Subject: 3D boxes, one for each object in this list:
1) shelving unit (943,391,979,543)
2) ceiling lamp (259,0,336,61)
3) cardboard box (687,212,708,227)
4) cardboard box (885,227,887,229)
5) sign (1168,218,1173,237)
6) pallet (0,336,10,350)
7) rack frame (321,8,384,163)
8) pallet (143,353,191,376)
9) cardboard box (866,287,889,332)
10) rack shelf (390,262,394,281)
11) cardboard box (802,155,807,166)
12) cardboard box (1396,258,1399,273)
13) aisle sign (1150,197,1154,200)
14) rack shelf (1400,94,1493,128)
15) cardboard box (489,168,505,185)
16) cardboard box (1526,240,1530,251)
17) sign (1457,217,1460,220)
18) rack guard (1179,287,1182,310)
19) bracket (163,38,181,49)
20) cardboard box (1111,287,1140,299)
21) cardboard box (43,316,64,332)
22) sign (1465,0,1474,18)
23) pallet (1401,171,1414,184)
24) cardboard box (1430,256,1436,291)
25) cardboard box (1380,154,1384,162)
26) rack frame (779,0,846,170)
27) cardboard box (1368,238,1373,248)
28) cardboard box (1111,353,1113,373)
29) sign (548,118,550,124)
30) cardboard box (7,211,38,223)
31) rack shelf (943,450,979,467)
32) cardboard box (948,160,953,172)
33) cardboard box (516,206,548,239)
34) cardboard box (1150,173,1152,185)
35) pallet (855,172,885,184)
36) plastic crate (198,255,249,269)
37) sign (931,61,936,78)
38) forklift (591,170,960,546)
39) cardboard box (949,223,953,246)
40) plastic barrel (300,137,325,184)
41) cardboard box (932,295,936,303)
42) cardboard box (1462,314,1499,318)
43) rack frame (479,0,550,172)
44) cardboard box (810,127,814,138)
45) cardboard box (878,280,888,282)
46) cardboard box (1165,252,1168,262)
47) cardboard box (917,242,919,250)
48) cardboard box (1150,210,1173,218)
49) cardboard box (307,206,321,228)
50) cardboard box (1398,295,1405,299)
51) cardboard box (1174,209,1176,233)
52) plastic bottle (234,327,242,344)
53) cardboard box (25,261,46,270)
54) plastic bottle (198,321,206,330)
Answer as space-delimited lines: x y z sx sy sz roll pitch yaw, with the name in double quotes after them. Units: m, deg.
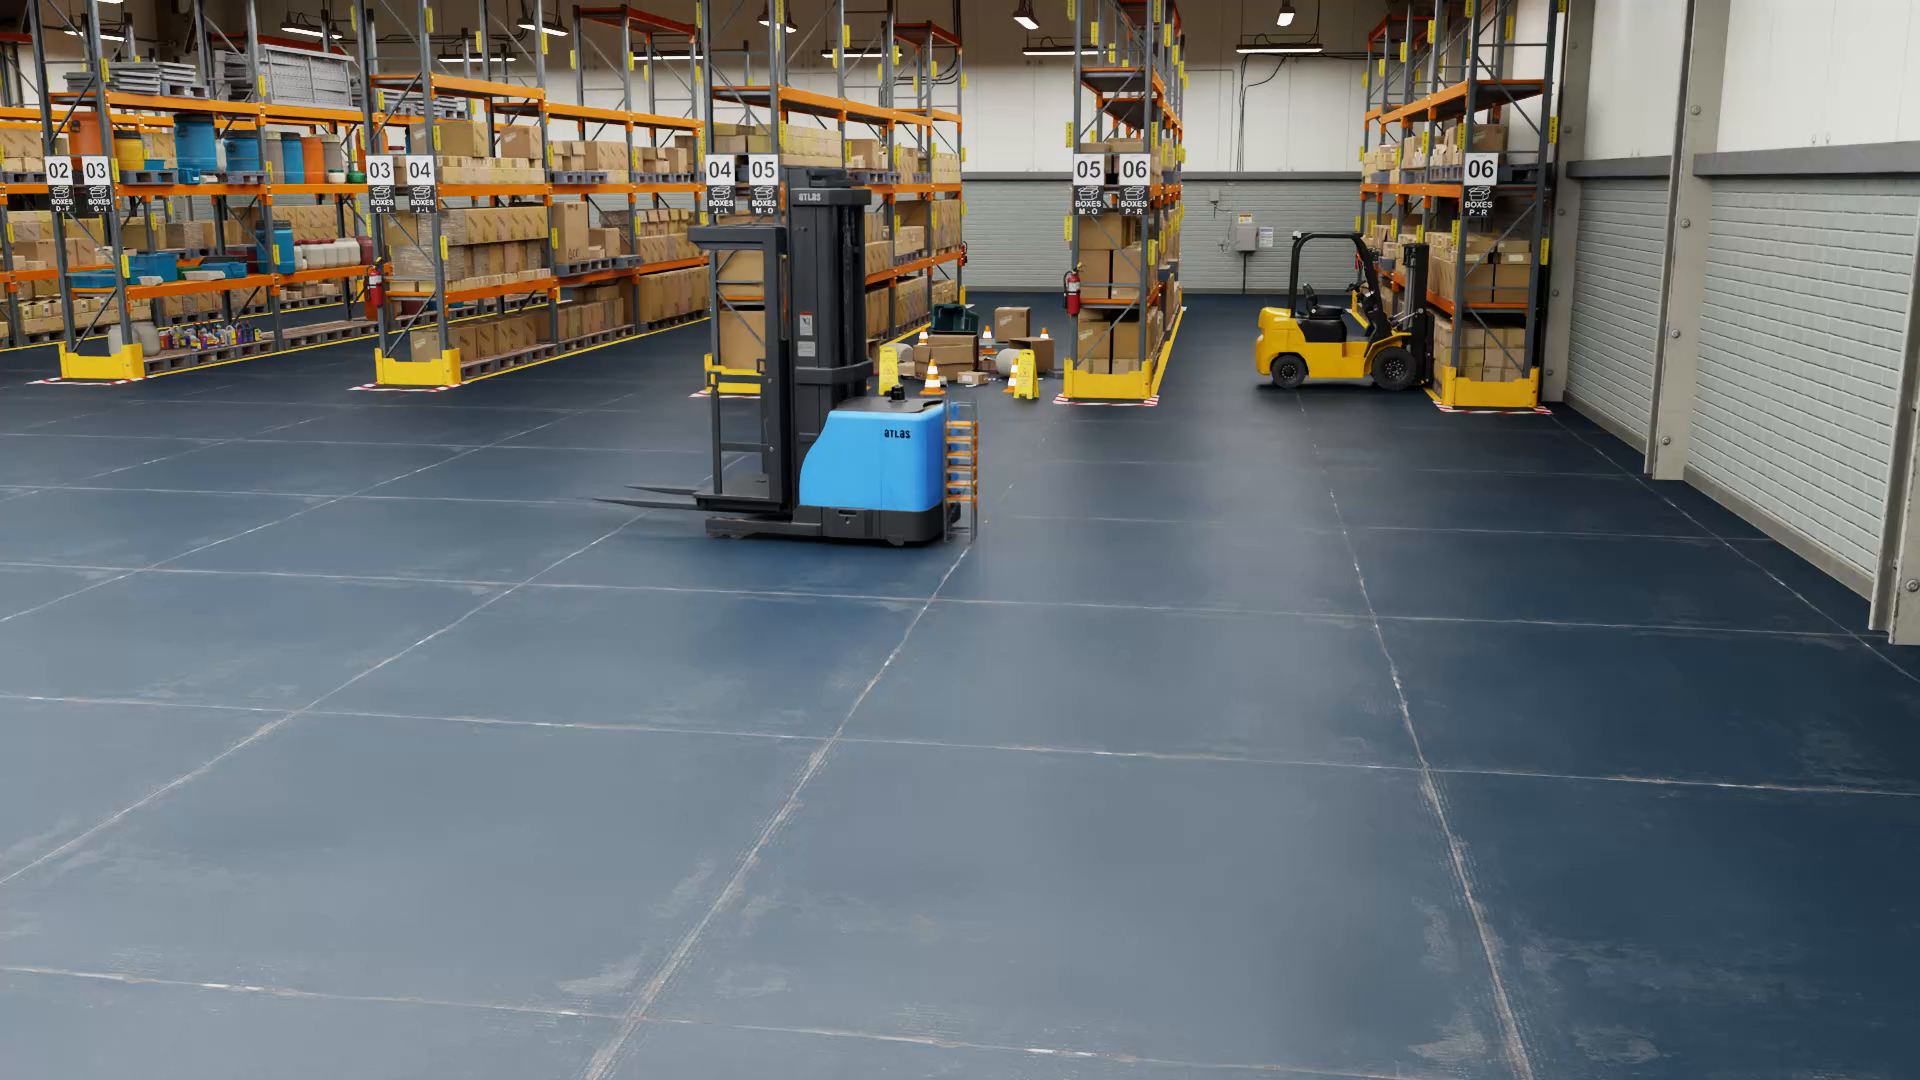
0.005 -0.583 13.349 0.258 1.200 0.189 2 12 11 "shelving unit"
-17.124 -13.787 42.250 2.000 3.185 0.800 2 12 9 "ceiling lamp"
-5.638 -6.740 35.516 0.500 0.500 0.500 2 12 9 "cardboard box"
-1.672 -6.222 33.434 0.380 0.149 0.250 2 12 9 "cardboard box"
3.751 -5.567 29.647 0.100 0.325 0.005 2 12 9 "sign"
-17.146 -3.339 28.484 1.003 0.211 1.213 2 12 9 "pallet"
-11.473 -8.470 31.435 1.000 3.000 0.127 2 12 9 "rack frame"
-12.608 -2.695 25.498 1.003 0.211 1.213 2 12 9 "pallet"
-1.876 -4.177 30.097 1.050 0.750 0.750 2 12 8 "cardboard box"
-11.165 -5.602 34.075 1.077 0.370 4.000 2 12 9 "rack shelf"
-2.399 -5.399 23.666 0.380 0.149 0.250 2 12 9 "cardboard box"
7.809 -4.738 28.714 0.500 0.250 0.500 2 12 9 "cardboard box"
4.168 -8.016 37.399 0.394 0.787 0.004 2 12 9 "aisle sign"
7.811 -6.865 26.644 1.077 0.370 4.000 2 12 9 "rack shelf"
-7.252 -5.515 25.202 0.500 0.250 0.500 2 12 10 "cardboard box"
7.253 -3.858 21.792 0.380 0.149 0.250 2 12 11 "cardboard box"
8.667 -5.444 28.888 0.100 0.325 0.005 2 12 9 "sign"
4.447 -5.504 37.847 1.175 0.500 0.348 2 12 9 "rack guard"
-20.184 -12.708 42.557 0.235 0.232 0.430 2 12 9 "bracket"
2.239 -3.332 22.429 0.380 0.149 0.250 2 12 9 "cardboard box"
-16.595 -3.909 30.043 0.500 0.250 0.500 2 12 10 "cardboard box"
6.354 -6.679 20.719 0.100 0.325 0.005 2 12 9 "sign"
8.102 -6.126 28.125 1.213 0.211 1.003 2 12 11 "pallet"
7.036 -3.814 23.832 0.500 0.500 0.500 2 12 8 "cardboard box"
8.189 -7.260 31.596 0.380 0.149 0.250 2 12 8 "cardboard box"
-2.309 -7.295 25.984 1.000 3.000 0.127 2 12 9 "rack frame"
8.723 -6.122 34.433 0.500 0.250 0.500 2 12 8 "cardboard box"
1.929 -2.536 23.671 0.500 0.250 0.500 2 12 9 "cardboard box"
-9.697 -9.963 39.130 0.100 0.325 0.005 2 12 9 "sign"
-20.554 -7.050 36.315 0.500 0.250 0.500 2 12 10 "cardboard box"
0.006 -0.657 13.333 0.258 0.103 0.180 2 12 11 "rack shelf"
-0.442 -8.181 36.382 0.500 0.250 0.500 2 12 9 "cardboard box"
-6.992 -5.125 26.836 0.500 0.500 0.500 2 12 9 "cardboard box"
2.355 -4.792 22.087 0.380 0.149 0.250 2 12 9 "cardboard box"
-1.909 -6.200 28.473 1.003 0.211 1.213 2 12 11 "pallet"
-12.294 -4.569 27.724 0.767 0.338 0.504 2 12 9 "plastic crate"
-0.529 -9.478 33.518 0.100 0.325 0.005 2 12 9 "sign"
-1.573 -1.542 13.690 3.031 2.935 1.130 4 13 16 "forklift"
-0.431 -6.740 36.704 0.500 0.500 0.500 2 12 9 "cardboard box"
-11.914 -6.913 30.314 0.600 0.830 0.708 2 12 9 "plastic barrel"
-0.706 -5.050 34.870 0.380 0.149 0.250 2 12 11 "cardboard box"
7.464 -3.093 23.884 0.500 0.250 0.500 2 12 9 "cardboard box"
-7.194 -7.477 26.827 1.000 3.000 0.127 2 12 9 "rack frame"
-2.322 -5.894 24.073 0.380 0.149 0.250 2 12 9 "cardboard box"
-1.687 -4.907 32.297 0.500 0.250 0.500 2 12 10 "cardboard box"
3.356 -4.840 28.433 0.380 0.149 0.250 2 12 10 "cardboard box"
-1.023 -5.915 33.420 0.380 0.149 0.250 2 12 8 "cardboard box"
3.838 -6.112 32.124 0.500 0.500 0.500 2 12 10 "cardboard box"
-15.164 -7.480 38.470 0.500 0.500 0.500 2 12 10 "cardboard box"
7.944 -4.307 29.756 0.380 0.149 0.250 1 12 6 "cardboard box"
4.141 -6.517 34.004 0.500 0.500 0.500 2 12 9 "cardboard box"
-11.916 -3.373 27.429 0.061 0.283 0.133 3 12 12 "plastic bottle"
-16.644 -4.921 29.803 0.380 0.149 0.250 2 12 9 "cardboard box"
-12.622 -3.470 27.719 0.144 0.351 0.185 2 12 10 "plastic bottle"
